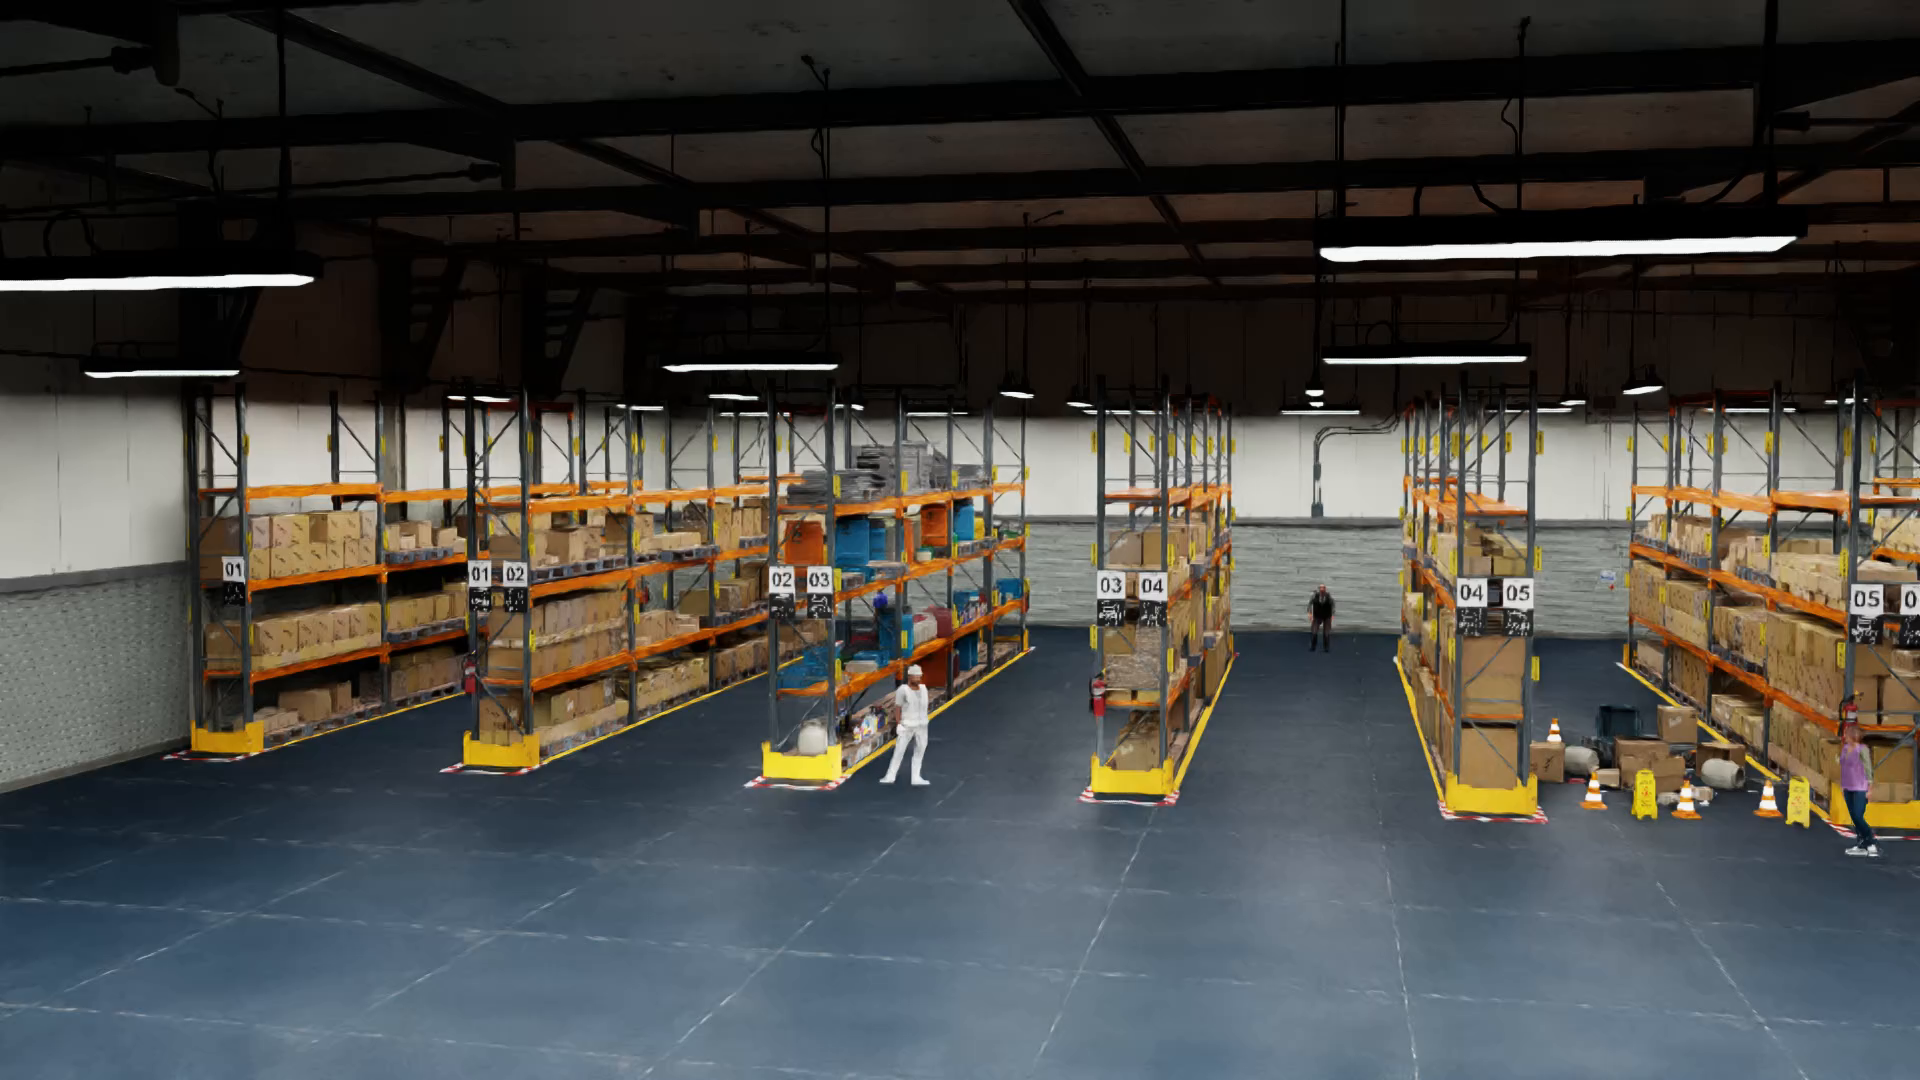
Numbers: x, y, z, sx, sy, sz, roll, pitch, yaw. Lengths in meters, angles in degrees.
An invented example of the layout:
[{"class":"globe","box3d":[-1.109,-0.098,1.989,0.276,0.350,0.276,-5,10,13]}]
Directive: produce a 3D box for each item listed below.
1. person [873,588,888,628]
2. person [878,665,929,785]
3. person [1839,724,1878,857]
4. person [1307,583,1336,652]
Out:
[{"class":"person","box3d":[-1.923,1.870,40.106,0.527,1.653,0.565,2,4,30]},{"class":"person","box3d":[-0.810,2.721,24.425,0.741,1.778,0.498,-2,4,-31]},{"class":"person","box3d":[10.925,3.046,20.205,0.366,1.580,0.521,-1,3,-11]},{"class":"person","box3d":[8.746,1.874,40.229,0.677,1.674,0.534,1,3,10]}]
